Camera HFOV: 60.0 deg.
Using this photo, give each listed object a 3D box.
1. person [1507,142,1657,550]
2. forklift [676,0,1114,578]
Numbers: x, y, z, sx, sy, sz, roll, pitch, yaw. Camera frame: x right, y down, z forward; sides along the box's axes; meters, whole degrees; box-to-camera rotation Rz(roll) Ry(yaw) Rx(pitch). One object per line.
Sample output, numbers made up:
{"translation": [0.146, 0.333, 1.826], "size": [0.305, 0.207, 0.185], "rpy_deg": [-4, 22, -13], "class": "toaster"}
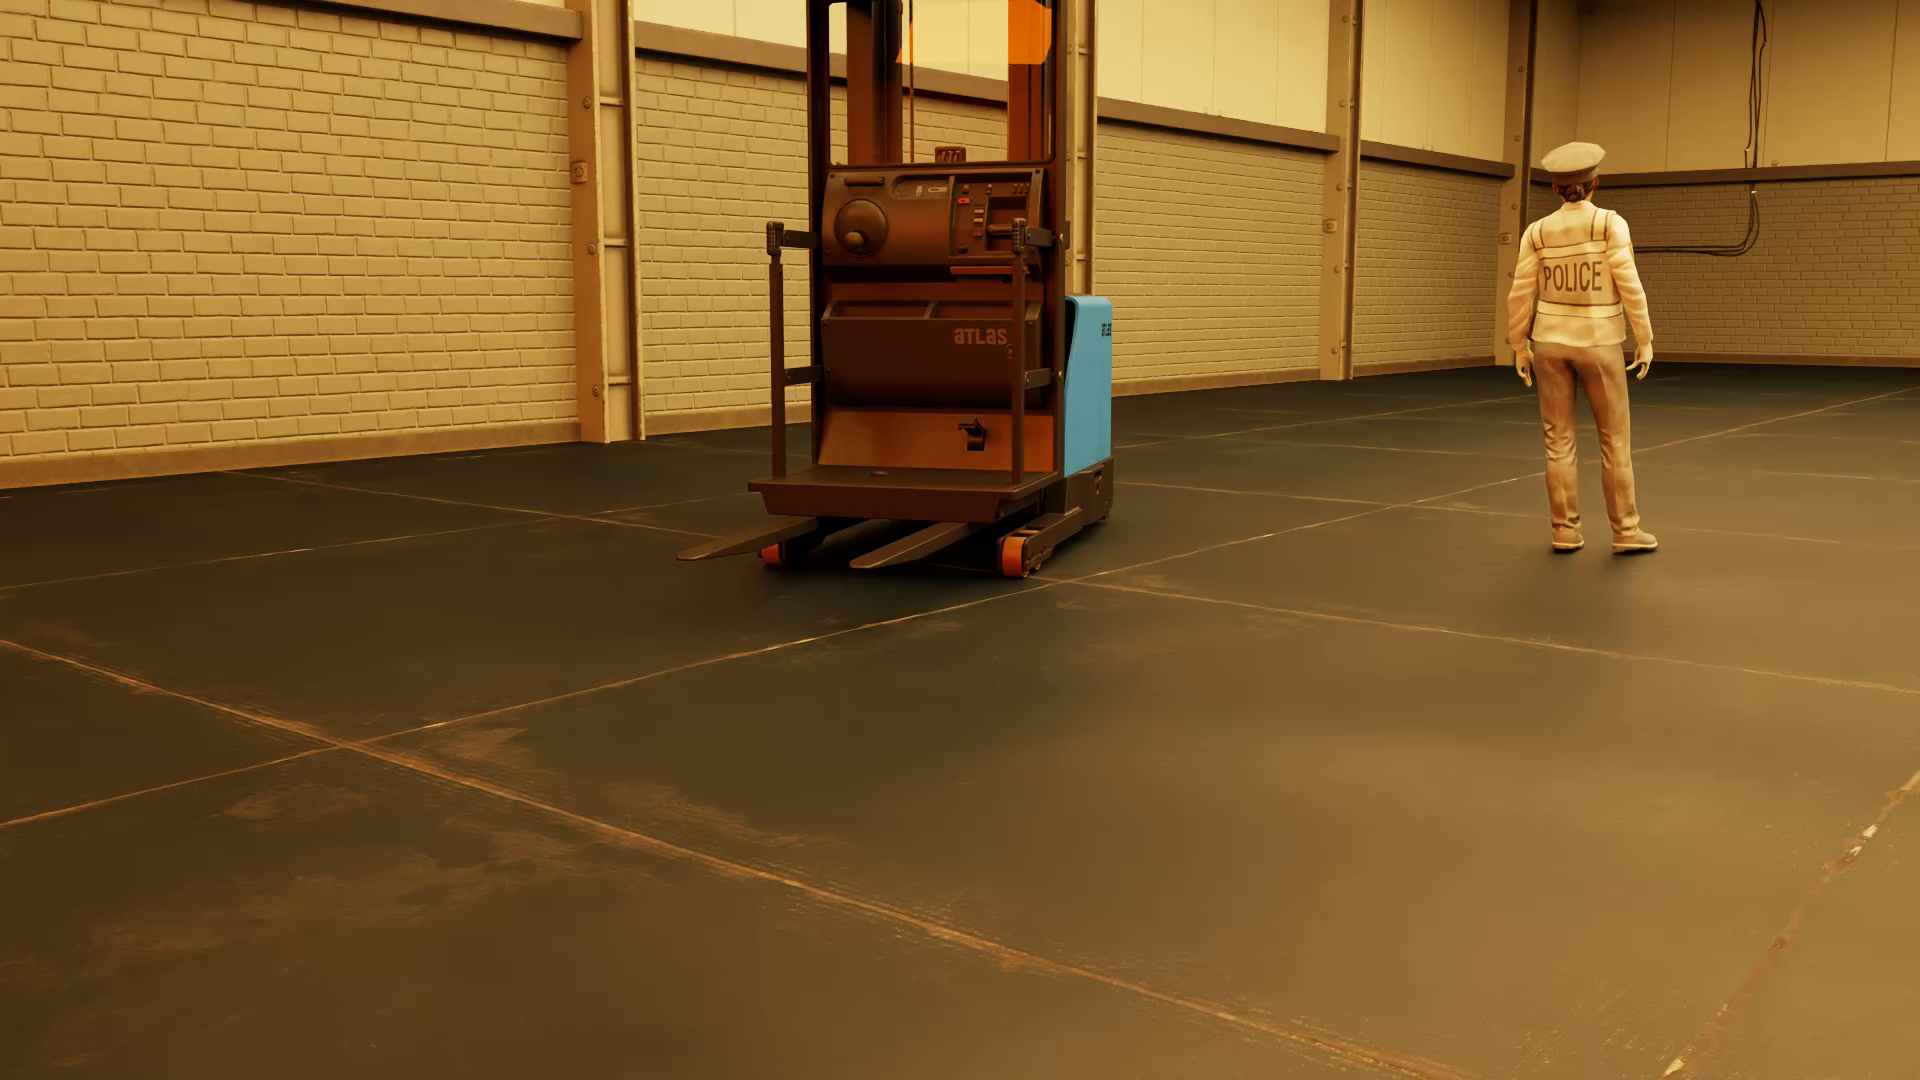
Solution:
{"translation": [2.619, -0.802, 6.984], "size": [0.588, 1.694, 0.531], "rpy_deg": [6, 10, 36], "class": "person"}
{"translation": [-0.176, -1.366, 6.616], "size": [1.130, 2.935, 3.031], "rpy_deg": [3, 9, 17], "class": "forklift"}
